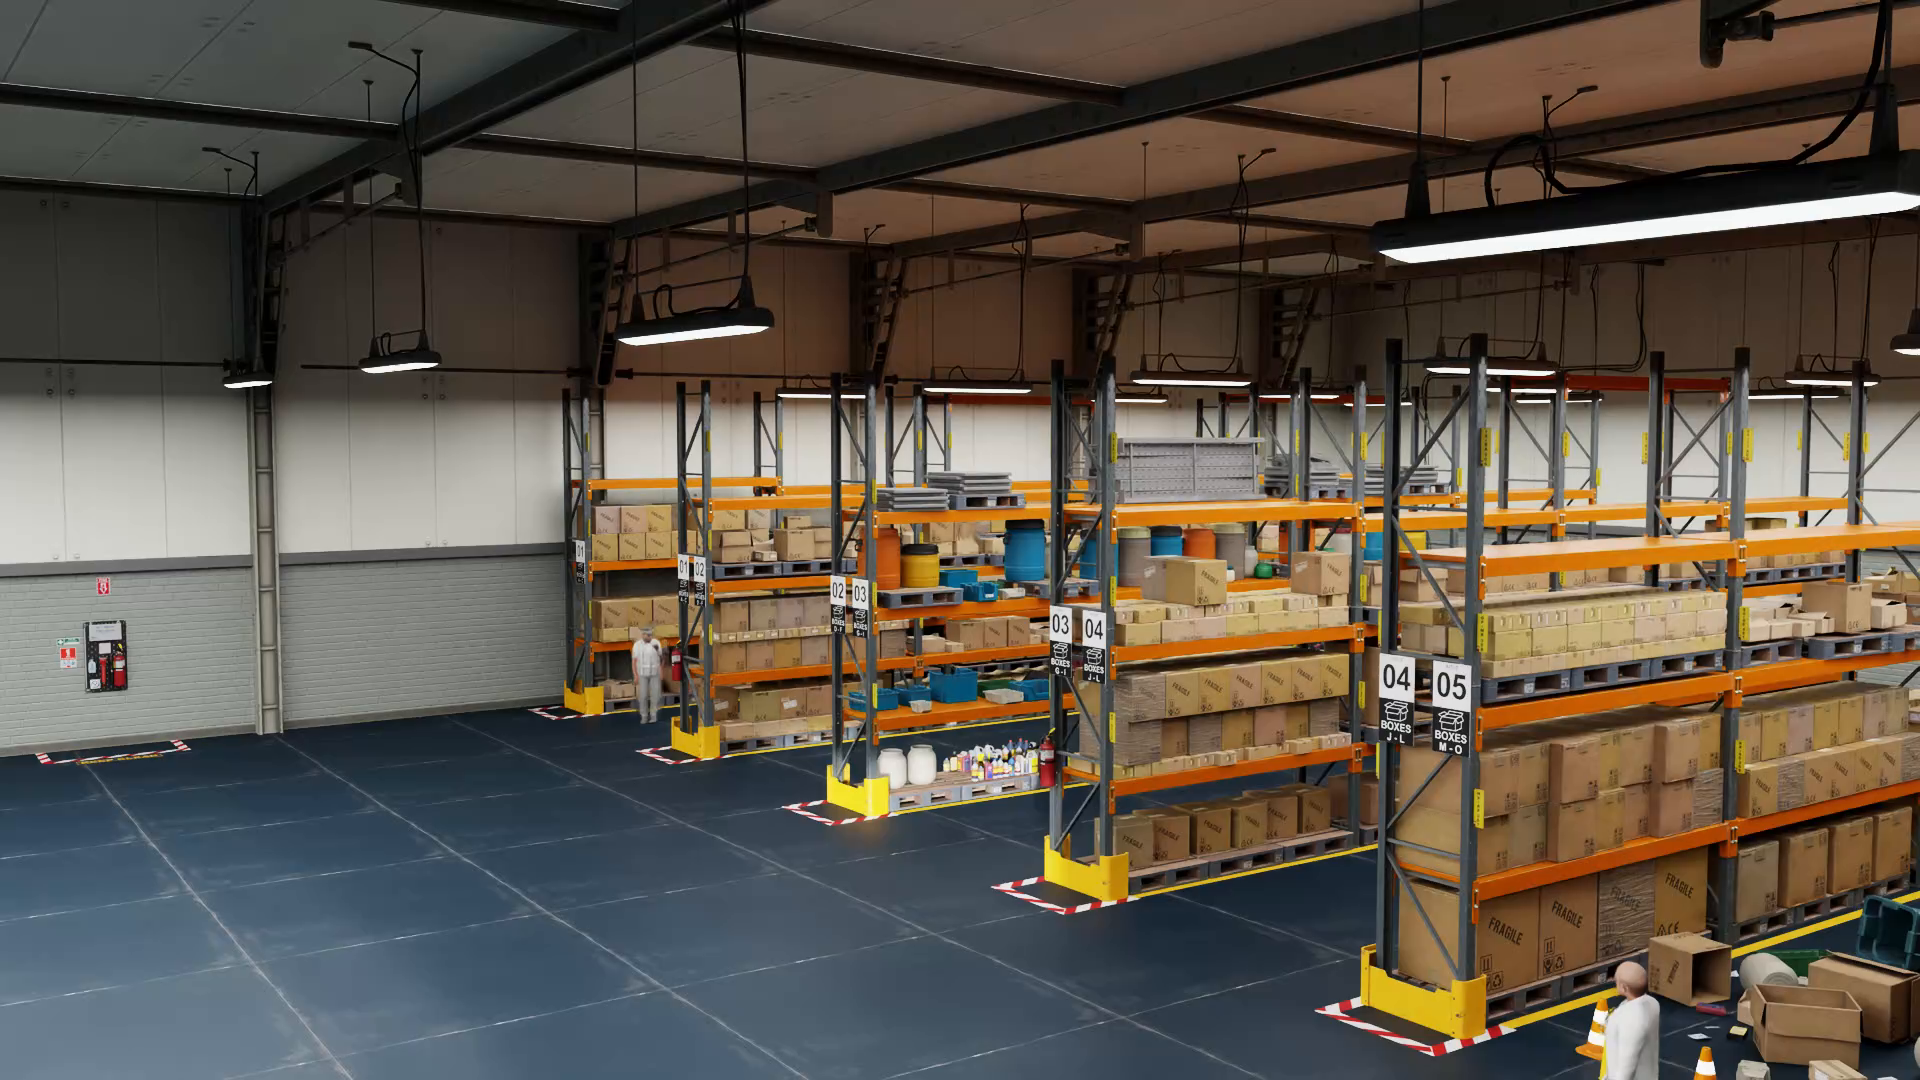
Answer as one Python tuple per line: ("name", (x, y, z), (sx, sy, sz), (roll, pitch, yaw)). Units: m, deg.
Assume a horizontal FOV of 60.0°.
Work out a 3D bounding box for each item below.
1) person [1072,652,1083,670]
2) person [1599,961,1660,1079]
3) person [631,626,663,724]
("person", (2.553, 2.070, 35.589), (0.525, 1.669, 0.512), (-1, 4, -18))
("person", (4.346, 3.569, 10.704), (0.580, 1.765, 0.572), (0, 4, 3))
("person", (-5.572, 2.396, 29.657), (0.567, 1.756, 0.433), (-2, 4, -24))
